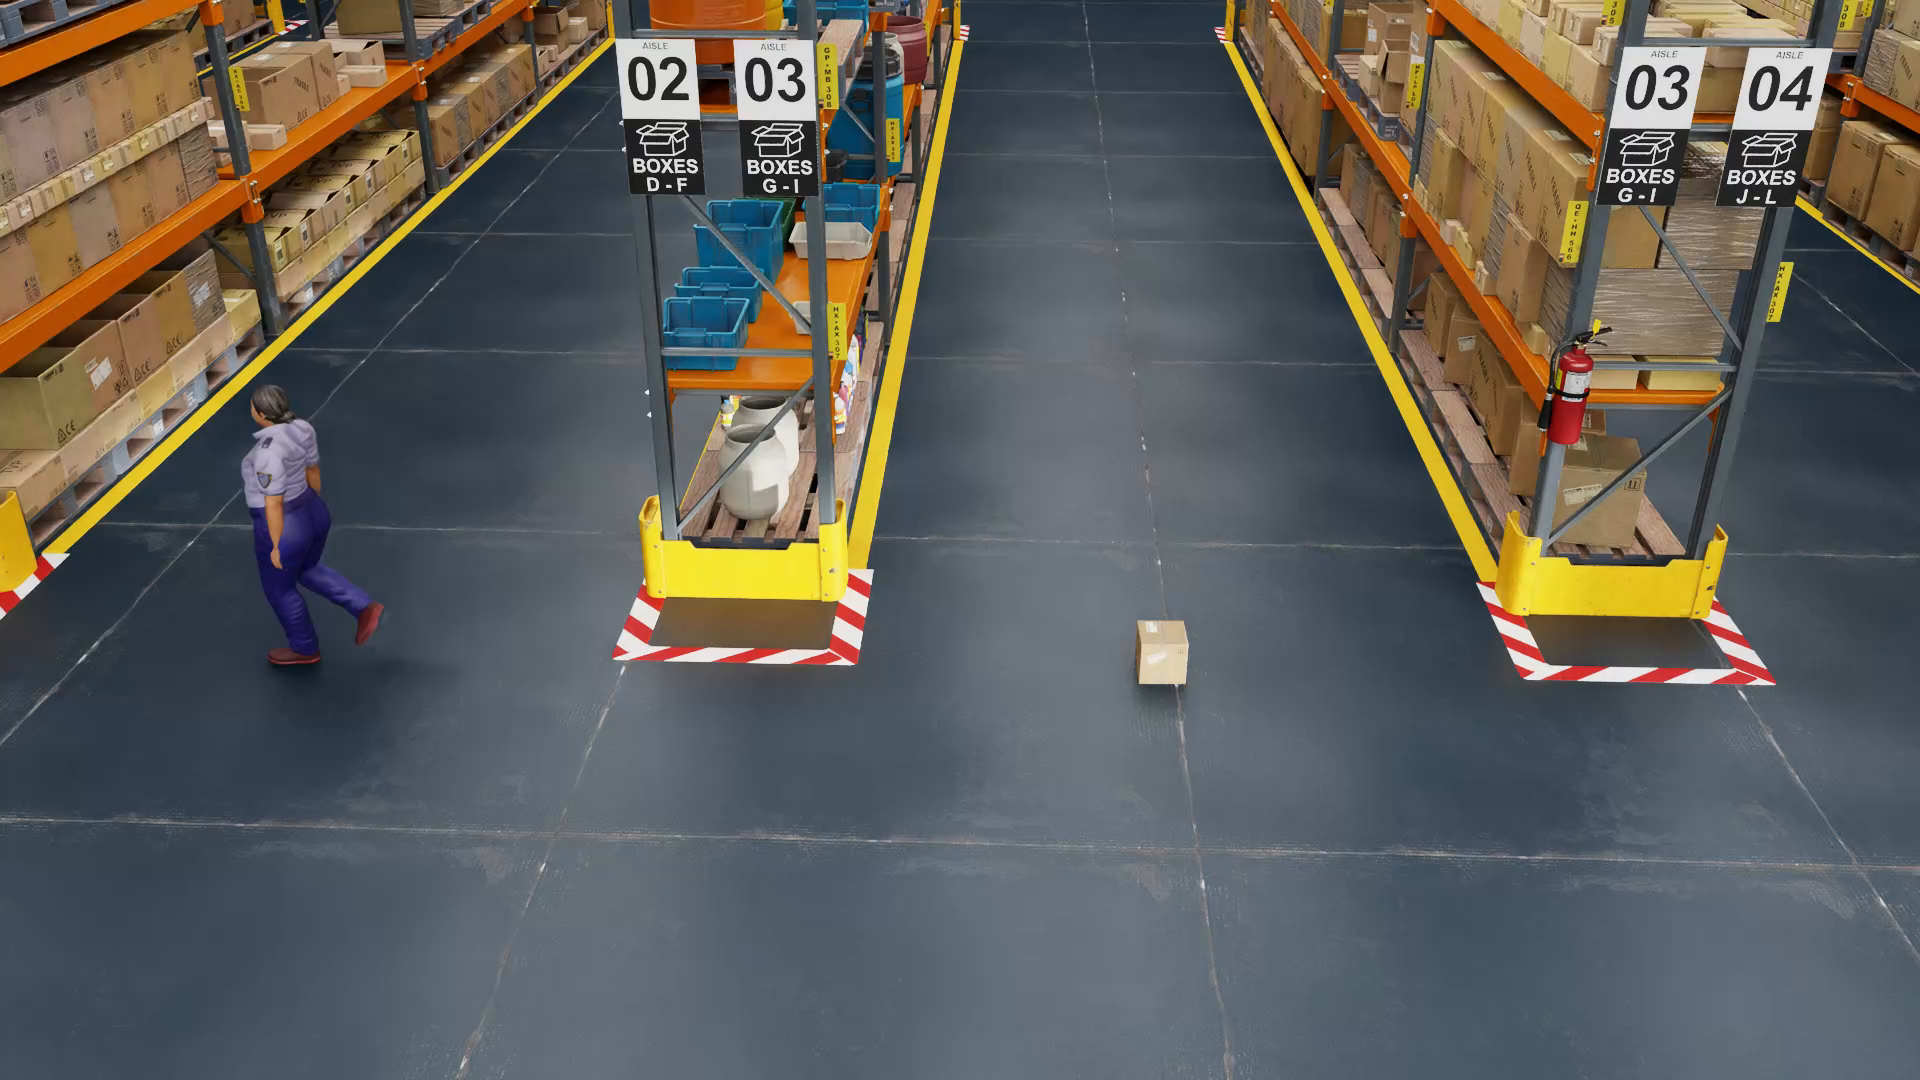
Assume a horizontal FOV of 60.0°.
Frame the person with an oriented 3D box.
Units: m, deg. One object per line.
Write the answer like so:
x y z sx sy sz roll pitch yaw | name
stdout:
-3.474 -0.070 8.746 0.614 1.613 0.476 5 29 9 | person
